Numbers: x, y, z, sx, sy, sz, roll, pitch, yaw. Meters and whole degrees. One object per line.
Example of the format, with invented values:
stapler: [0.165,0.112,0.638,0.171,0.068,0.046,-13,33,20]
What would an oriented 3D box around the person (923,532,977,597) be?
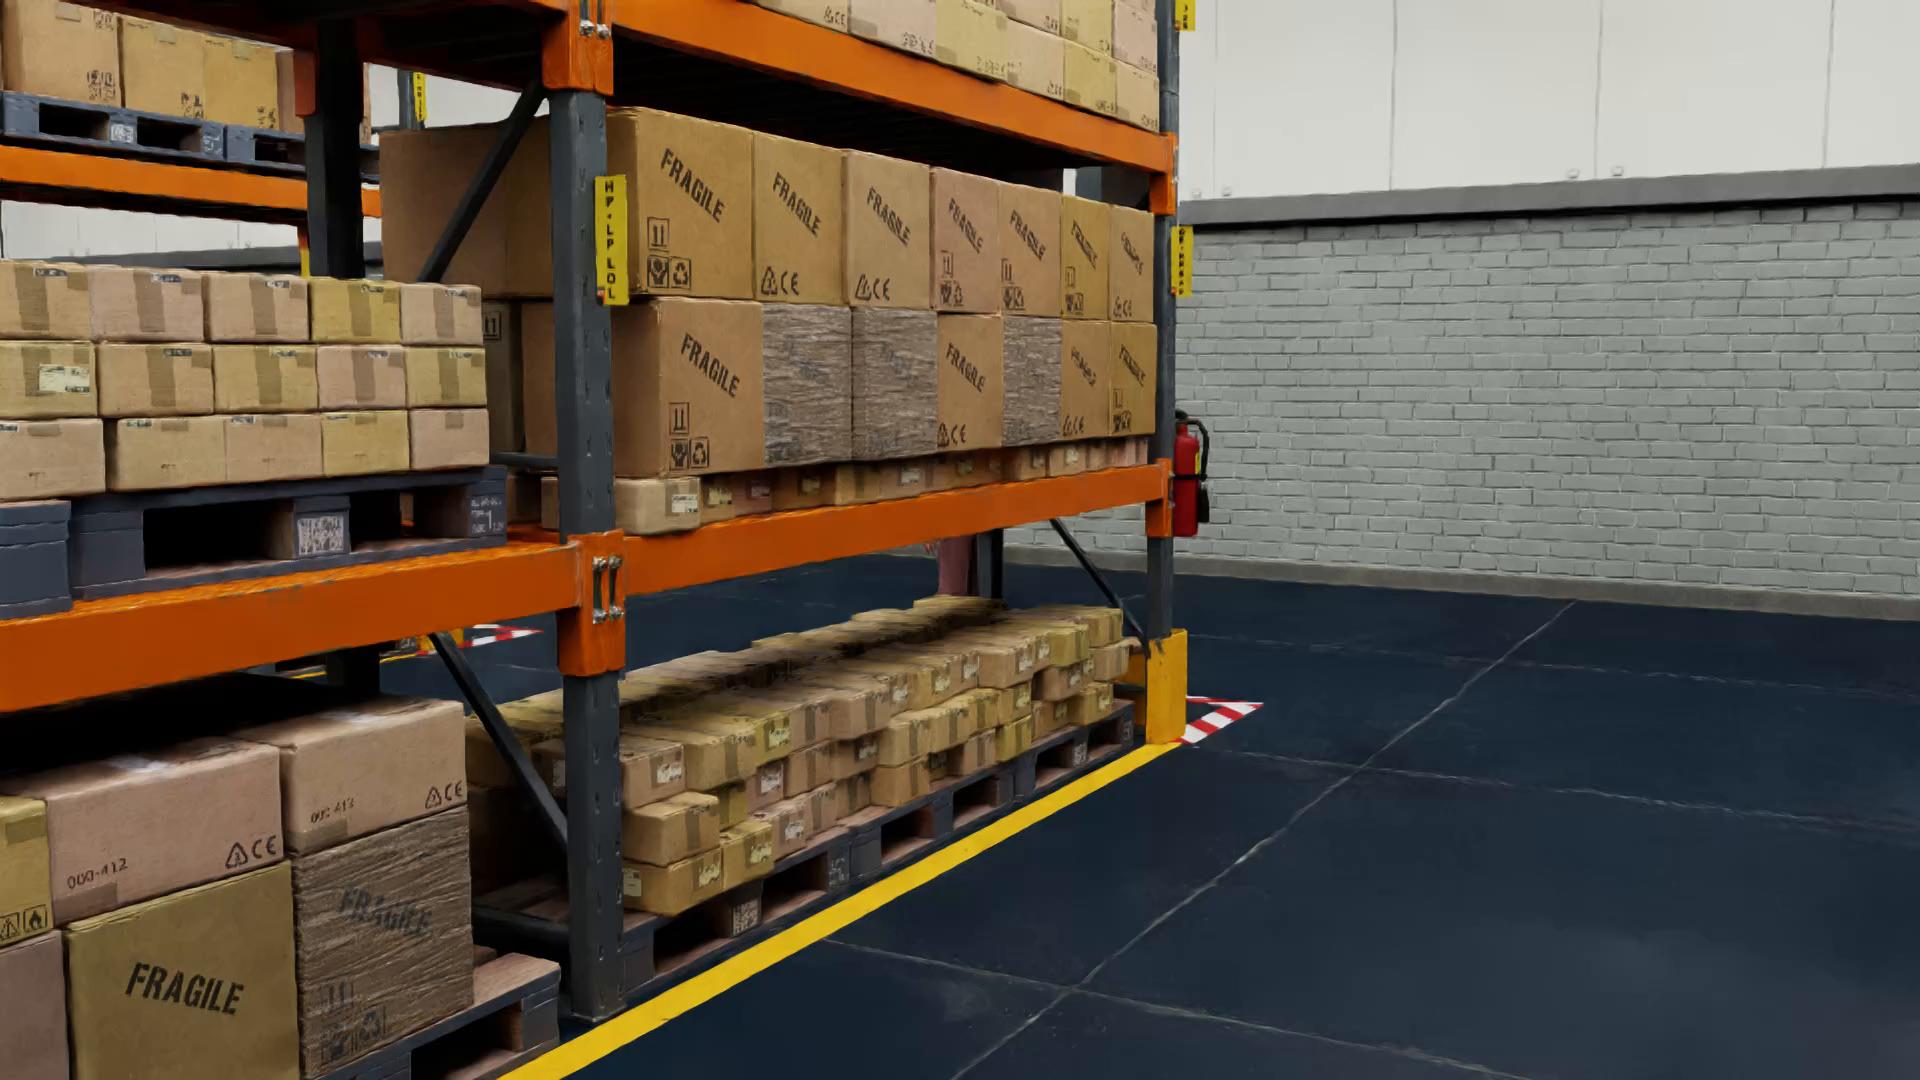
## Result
person: [0.070,-0.073,9.363,0.451,1.671,0.540,4,7,36]
